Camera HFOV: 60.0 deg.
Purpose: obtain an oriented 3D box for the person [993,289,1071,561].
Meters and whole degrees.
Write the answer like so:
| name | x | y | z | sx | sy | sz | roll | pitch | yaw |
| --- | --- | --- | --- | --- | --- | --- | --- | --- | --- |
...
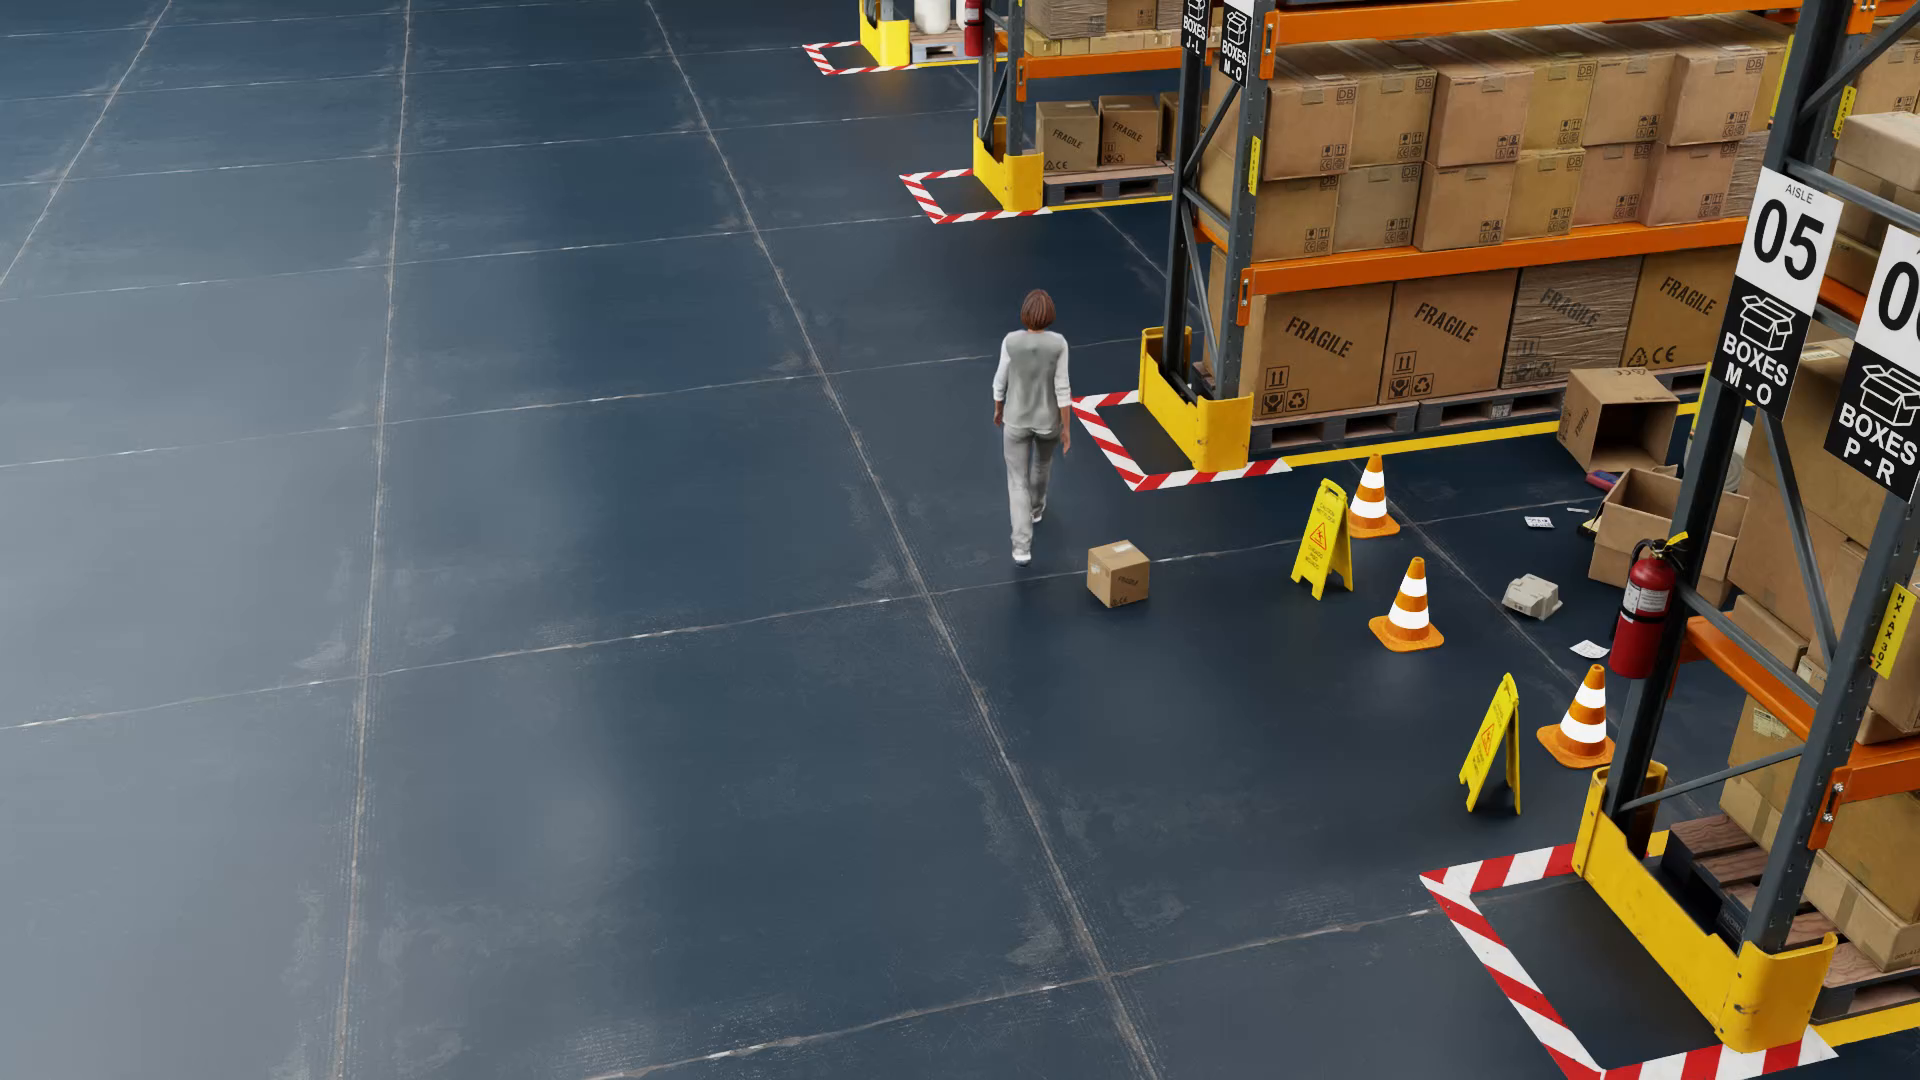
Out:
| name | x | y | z | sx | sy | sz | roll | pitch | yaw |
| --- | --- | --- | --- | --- | --- | --- | --- | --- | --- |
| person | 0.401 | -0.667 | 9.361 | 0.435 | 1.552 | 0.942 | 0 | 31 | 0 |
